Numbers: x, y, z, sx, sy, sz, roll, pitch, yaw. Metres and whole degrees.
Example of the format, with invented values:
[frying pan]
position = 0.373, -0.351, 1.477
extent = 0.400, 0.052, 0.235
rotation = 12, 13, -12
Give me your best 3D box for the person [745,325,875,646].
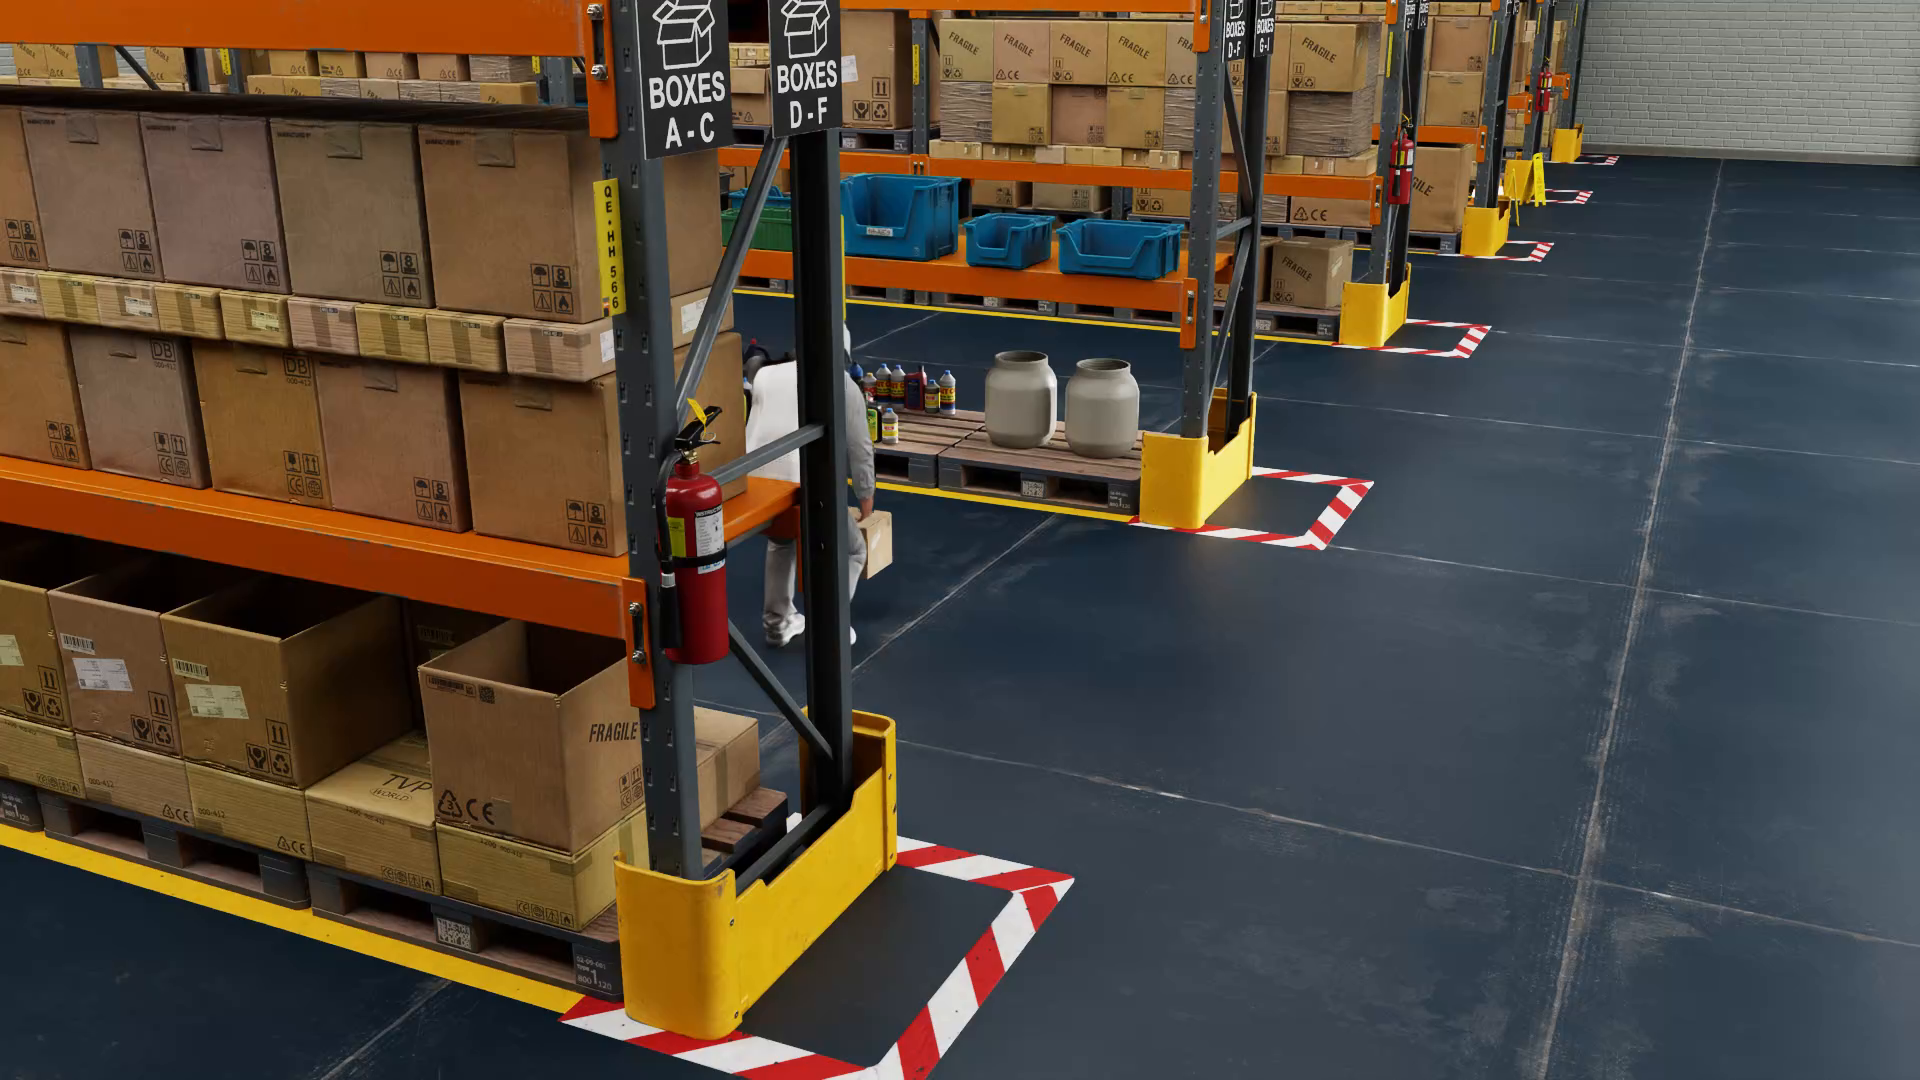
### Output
[person]
position = -0.688, -0.235, 7.263
extent = 0.592, 1.422, 0.768
rotation = 8, 21, 23
